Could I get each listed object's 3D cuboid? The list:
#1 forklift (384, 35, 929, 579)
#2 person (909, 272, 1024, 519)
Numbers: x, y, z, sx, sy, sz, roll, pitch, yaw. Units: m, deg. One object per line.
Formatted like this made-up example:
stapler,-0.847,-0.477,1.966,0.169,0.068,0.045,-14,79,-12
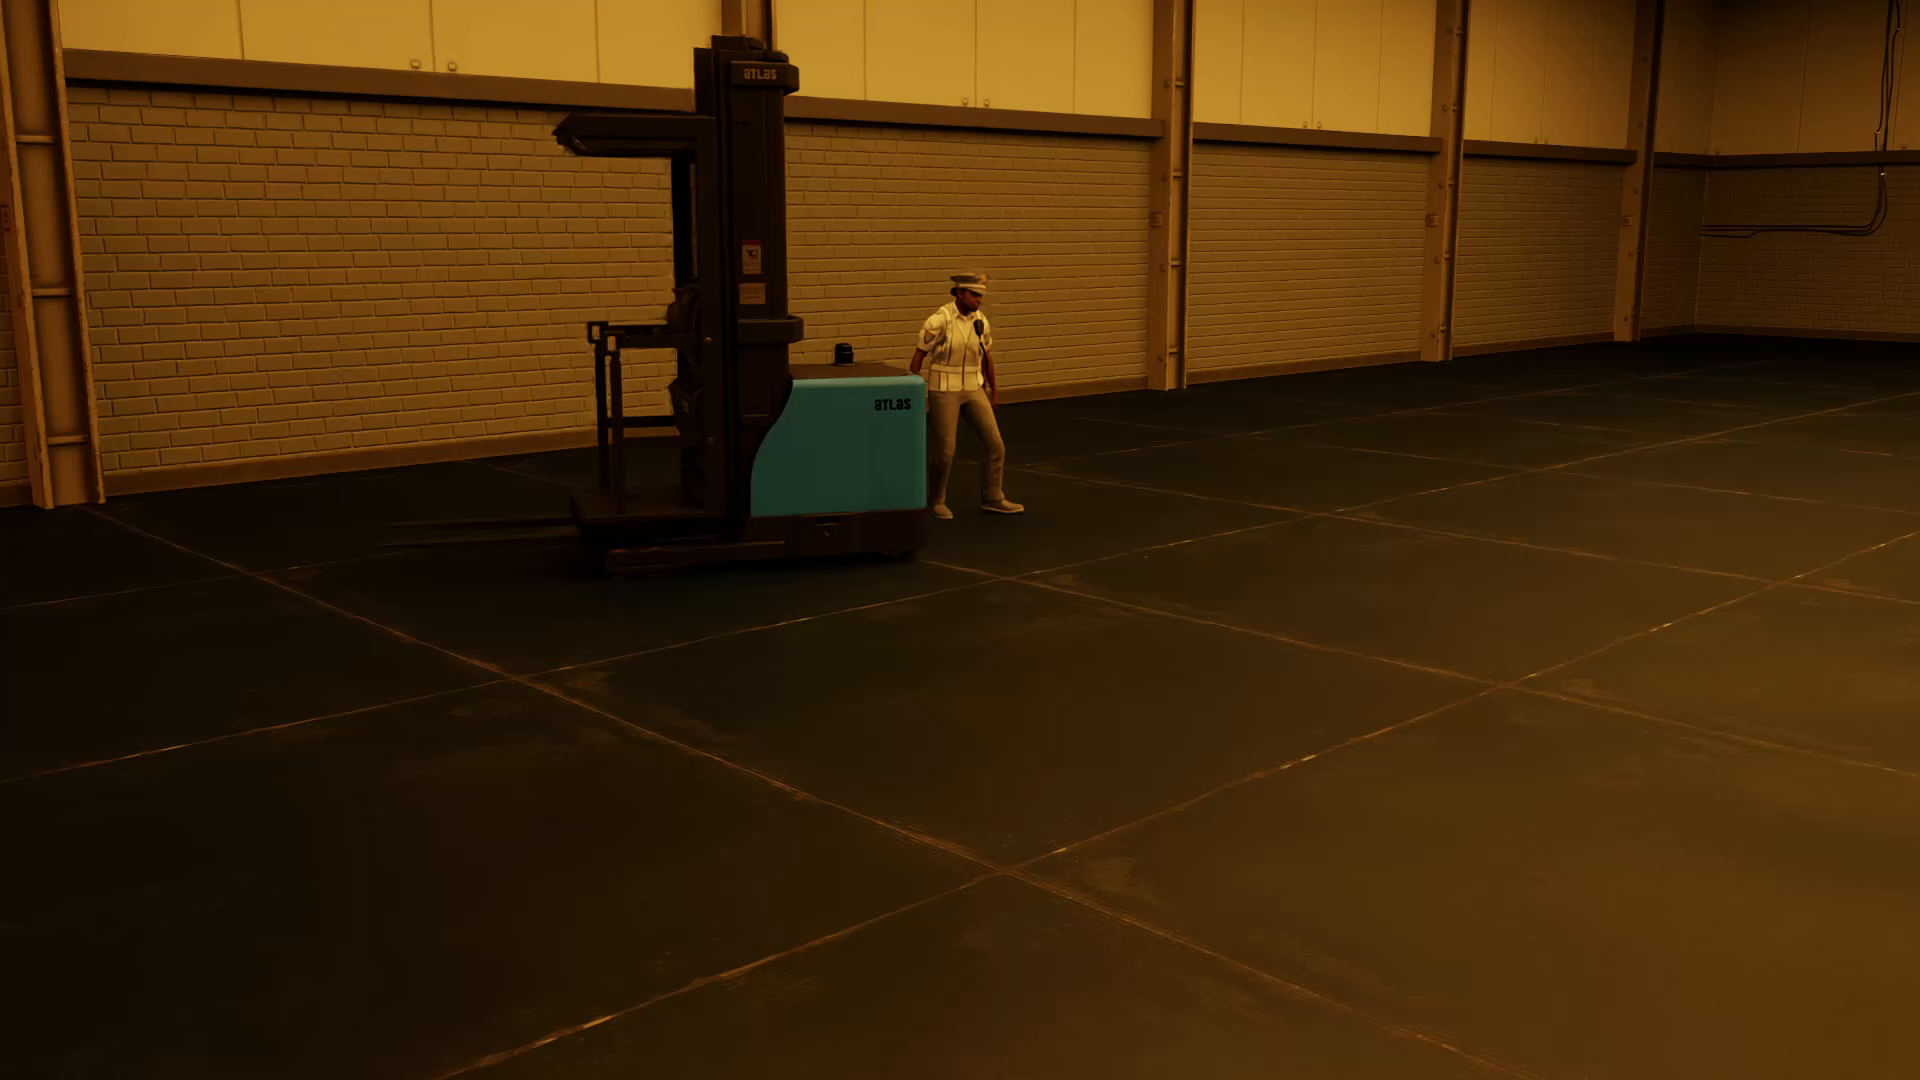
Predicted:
forklift,-1.759,-1.332,9.500,3.031,2.935,1.130,-3,11,-17
person,0.024,-0.960,11.078,0.798,1.632,0.411,-5,12,-25
